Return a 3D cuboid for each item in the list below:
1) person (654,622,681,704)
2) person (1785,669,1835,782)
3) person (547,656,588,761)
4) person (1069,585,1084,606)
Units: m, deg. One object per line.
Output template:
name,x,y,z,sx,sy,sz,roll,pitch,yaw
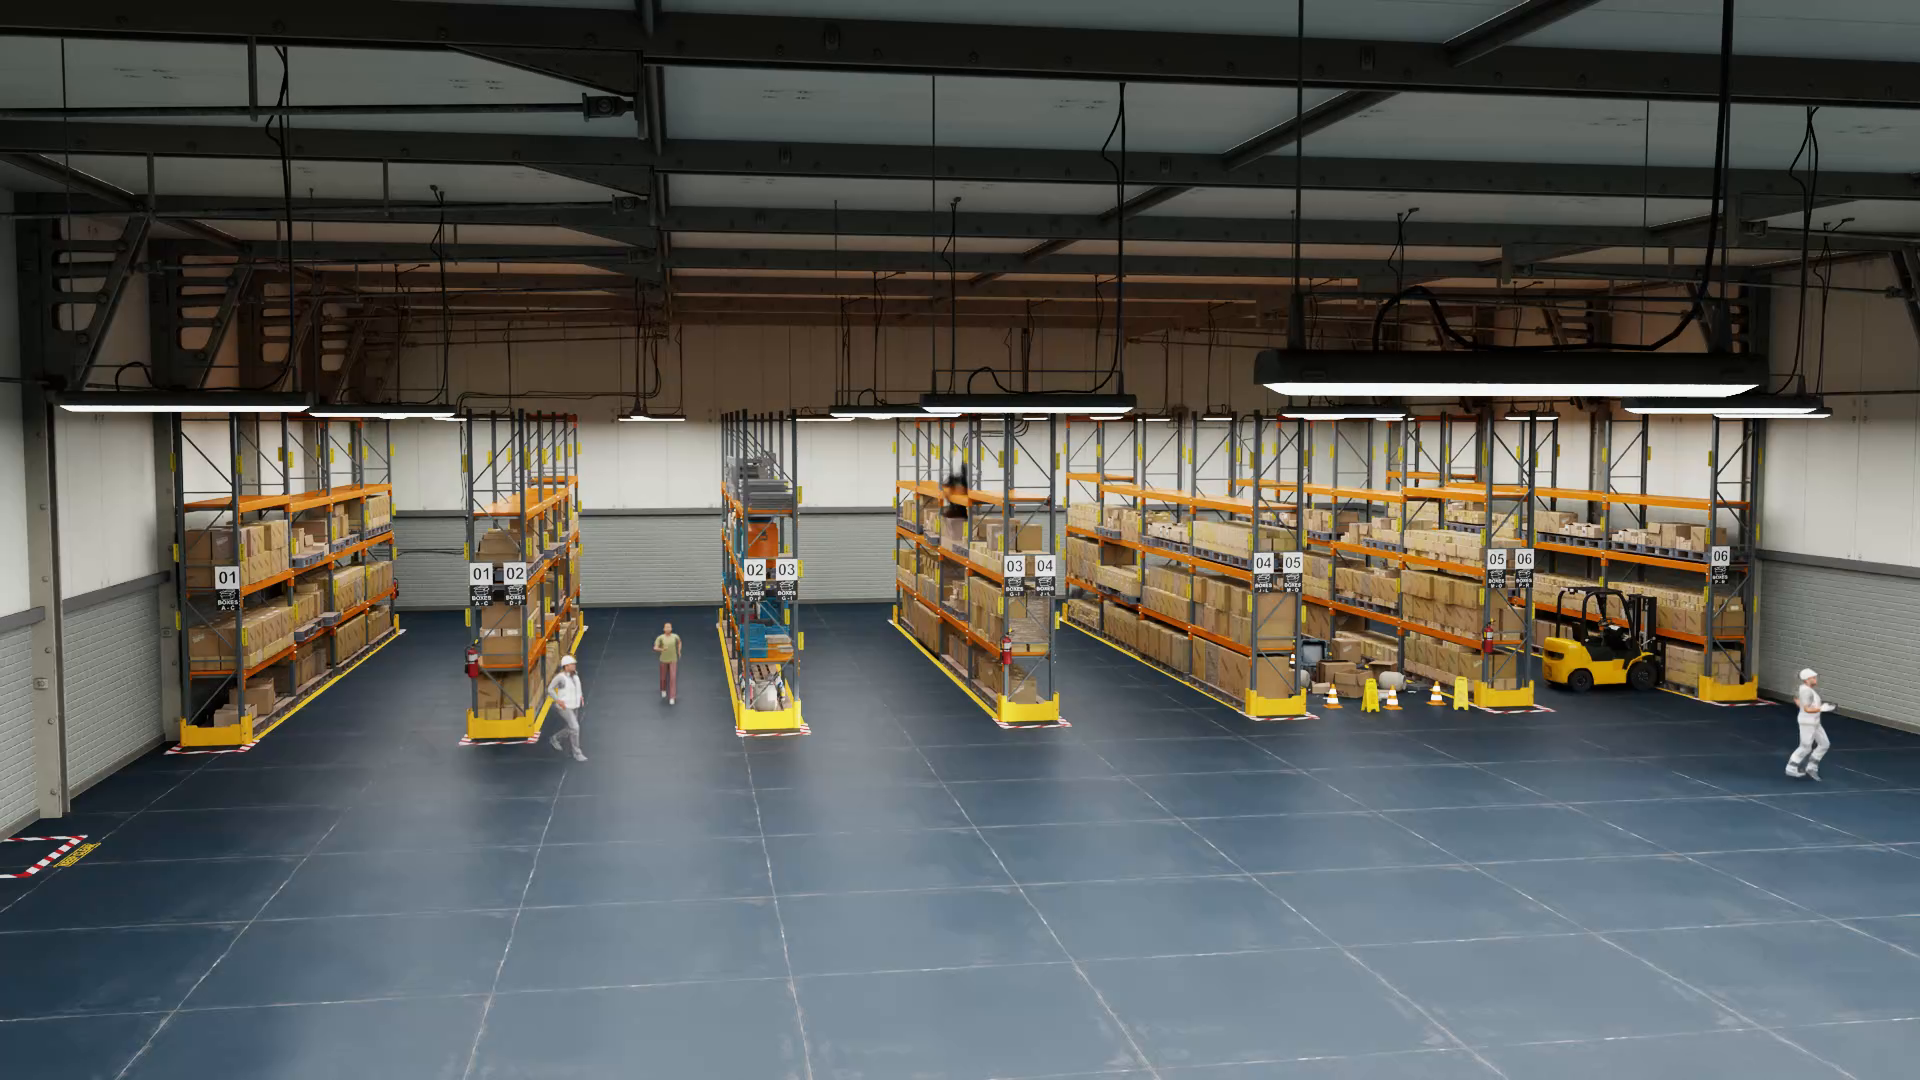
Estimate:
person,-5.984,2.492,34.105,0.579,1.647,0.963,-1,4,-15
person,13.634,2.976,26.629,0.694,1.823,0.631,3,5,37
person,-6.721,2.872,28.486,0.907,1.783,0.676,2,4,26
person,3.511,1.478,49.758,0.609,1.587,0.566,-1,4,-12
